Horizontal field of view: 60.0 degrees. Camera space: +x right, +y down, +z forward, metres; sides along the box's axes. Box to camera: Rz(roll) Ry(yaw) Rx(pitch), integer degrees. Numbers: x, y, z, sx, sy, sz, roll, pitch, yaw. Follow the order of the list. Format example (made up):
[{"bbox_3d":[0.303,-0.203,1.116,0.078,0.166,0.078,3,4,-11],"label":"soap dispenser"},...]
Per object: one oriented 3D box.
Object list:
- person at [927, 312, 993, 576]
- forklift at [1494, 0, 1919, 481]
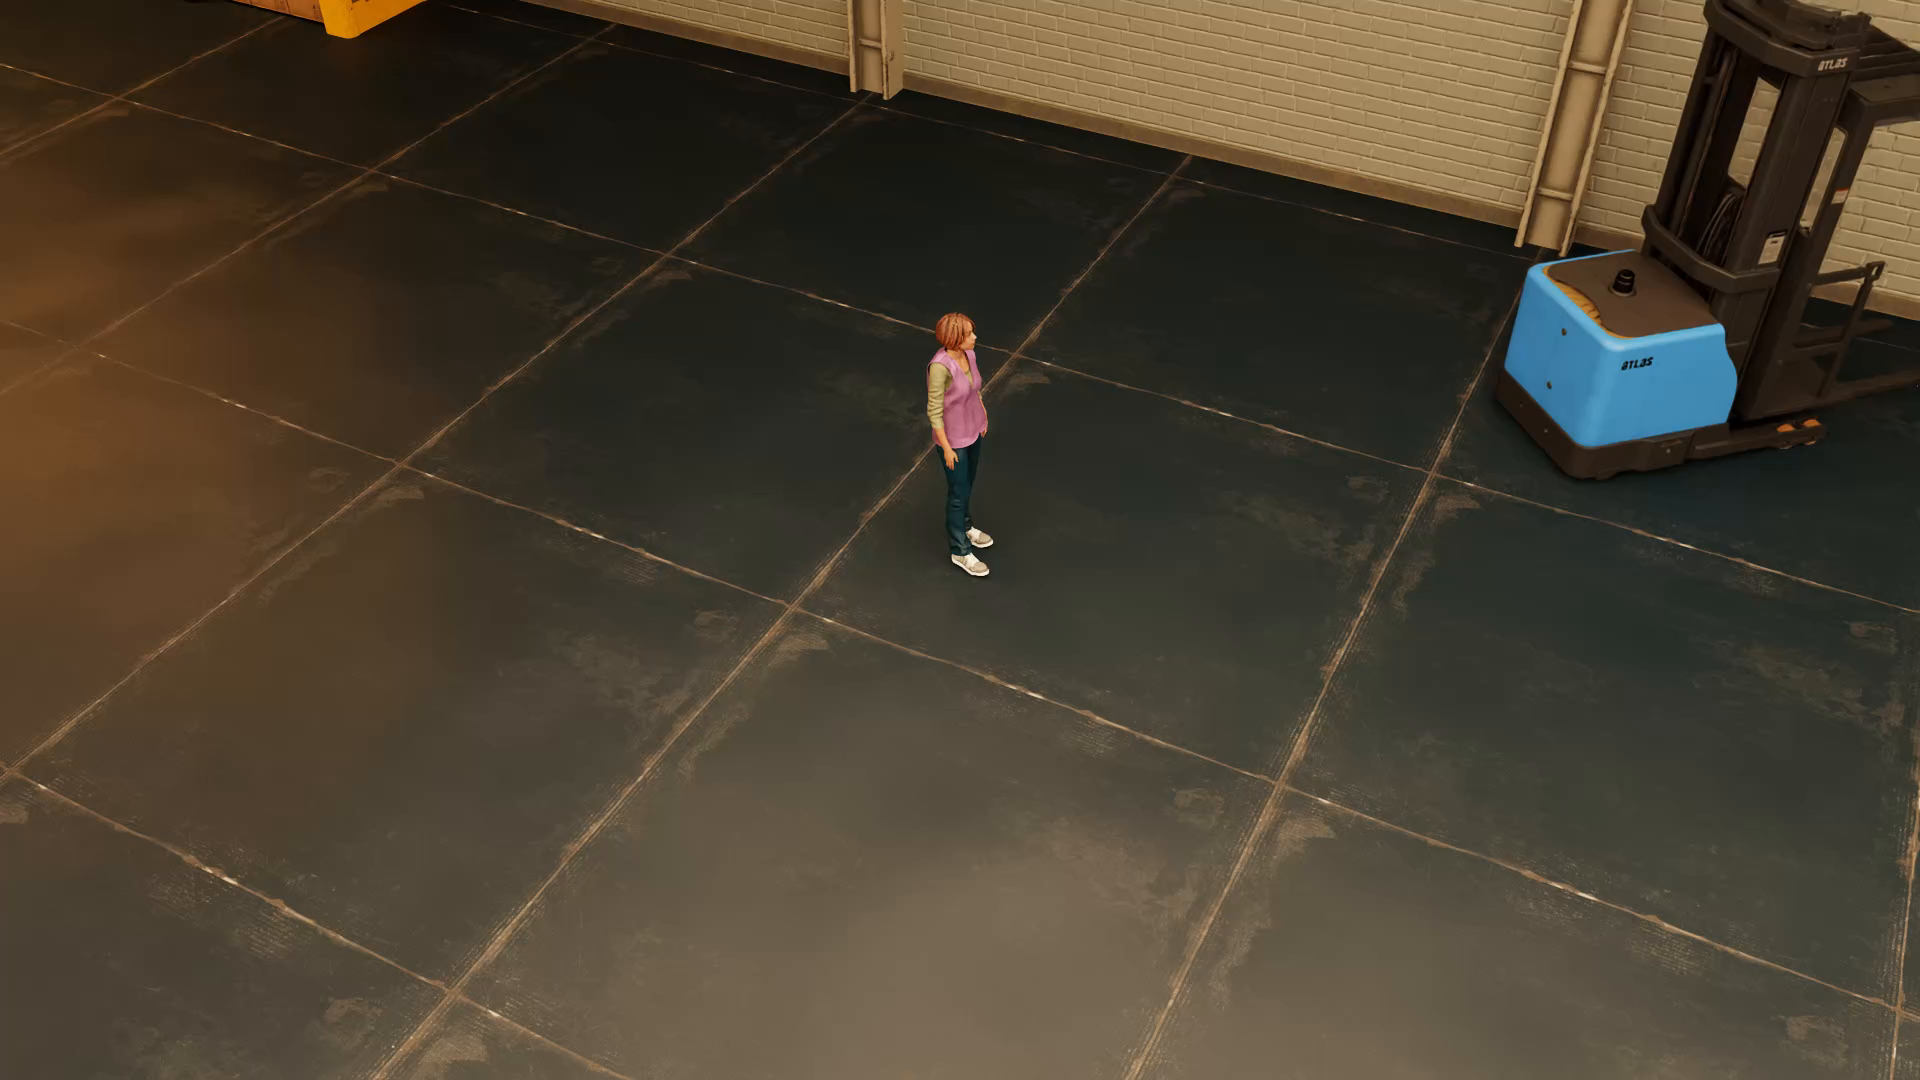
[{"bbox_3d":[0.060,-0.581,9.711,0.473,1.585,0.520,18,43,21],"label":"person"},{"bbox_3d":[5.212,-2.036,10.404,3.031,2.935,1.130,-11,41,-12],"label":"forklift"}]
